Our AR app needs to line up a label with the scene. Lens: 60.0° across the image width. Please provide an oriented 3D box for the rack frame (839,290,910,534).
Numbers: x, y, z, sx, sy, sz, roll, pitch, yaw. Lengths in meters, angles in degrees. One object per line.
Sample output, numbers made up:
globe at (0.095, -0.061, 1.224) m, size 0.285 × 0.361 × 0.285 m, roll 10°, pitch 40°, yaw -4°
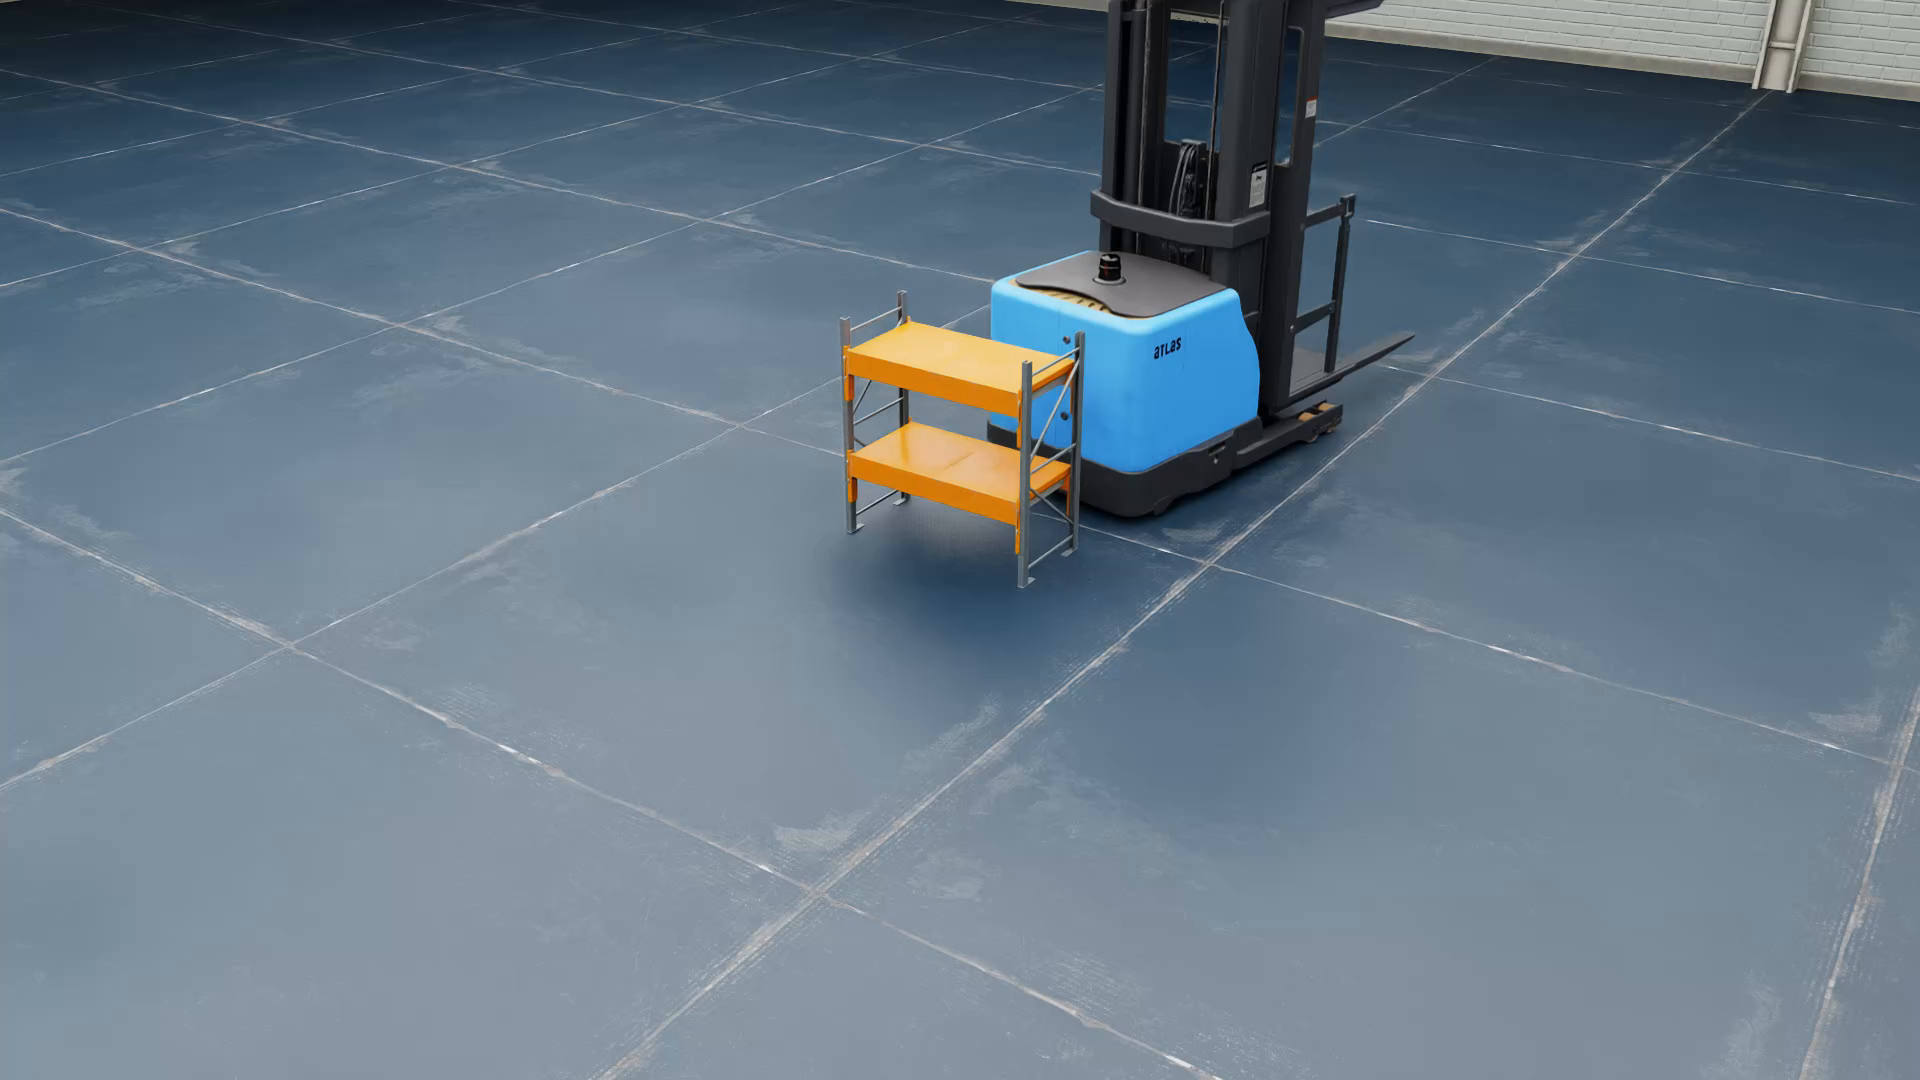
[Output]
rack frame at (-0.413, -0.630, 8.248) m, size 0.032 × 1.125 × 0.500 m, roll 17°, pitch 32°, yaw 30°

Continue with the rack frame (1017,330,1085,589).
rack frame at (0.425, -0.369, 7.735) m, size 0.032 × 1.125 × 0.500 m, roll 17°, pitch 32°, yaw 30°

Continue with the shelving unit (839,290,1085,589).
shelving unit at (0.006, -0.500, 7.991) m, size 1.048 × 1.125 × 0.538 m, roll 17°, pitch 32°, yaw 30°

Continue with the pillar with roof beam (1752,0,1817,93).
pillar with roof beam at (6.236, -7.214, 12.504) m, size 0.400 × 9.000 × 9.100 m, roll 17°, pitch 32°, yaw 30°

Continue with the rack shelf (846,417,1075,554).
rack shelf at (0.006, -0.282, 8.102) m, size 1.000 × 0.278 × 0.538 m, roll 17°, pitch 32°, yaw 30°

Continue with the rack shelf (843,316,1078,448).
rack shelf at (0.006, -0.760, 7.859) m, size 1.000 × 0.278 × 0.538 m, roll 17°, pitch 32°, yaw 30°

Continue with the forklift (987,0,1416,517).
forklift at (1.528, -1.996, 8.941) m, size 1.130 × 2.935 × 3.031 m, roll 24°, pitch 35°, yaw 38°
